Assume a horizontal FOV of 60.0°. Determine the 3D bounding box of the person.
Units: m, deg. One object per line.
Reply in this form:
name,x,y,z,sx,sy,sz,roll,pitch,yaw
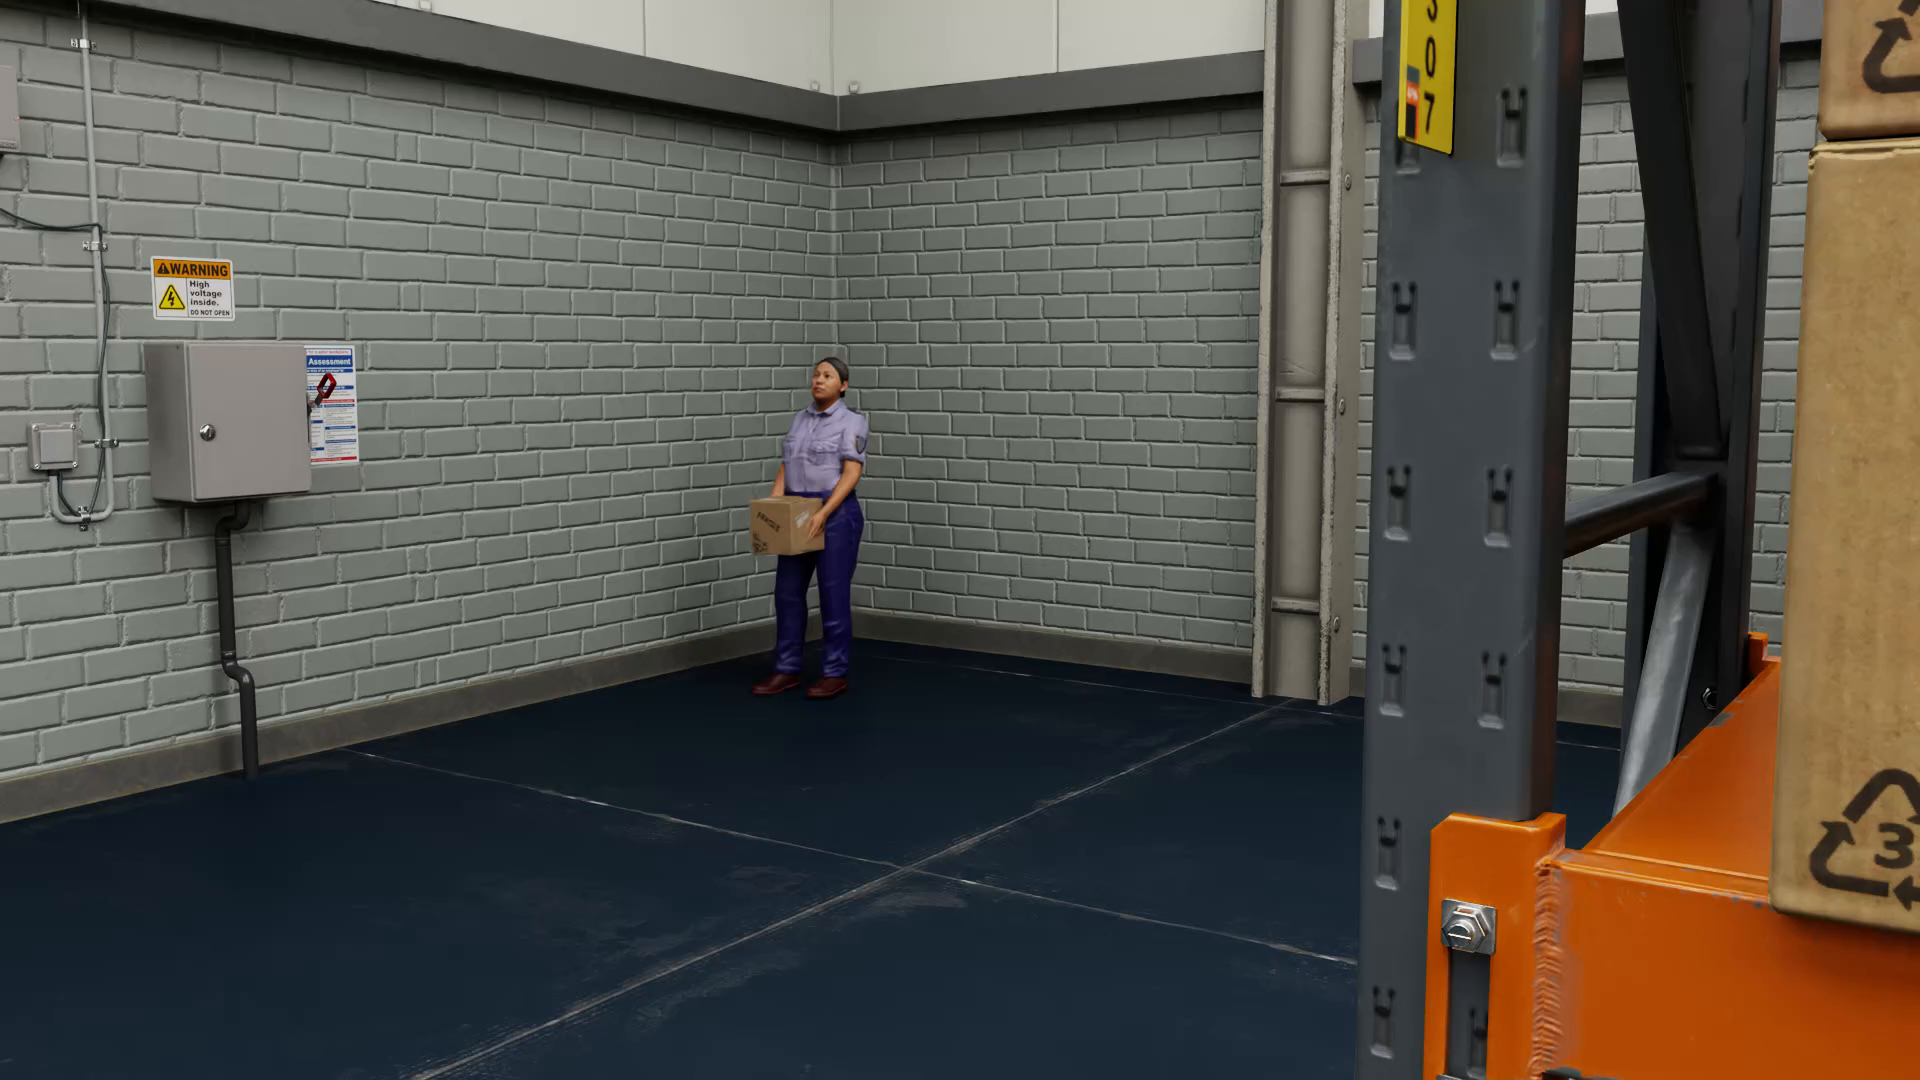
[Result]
person,-0.719,-0.062,8.117,0.522,1.653,0.456,4,8,33
